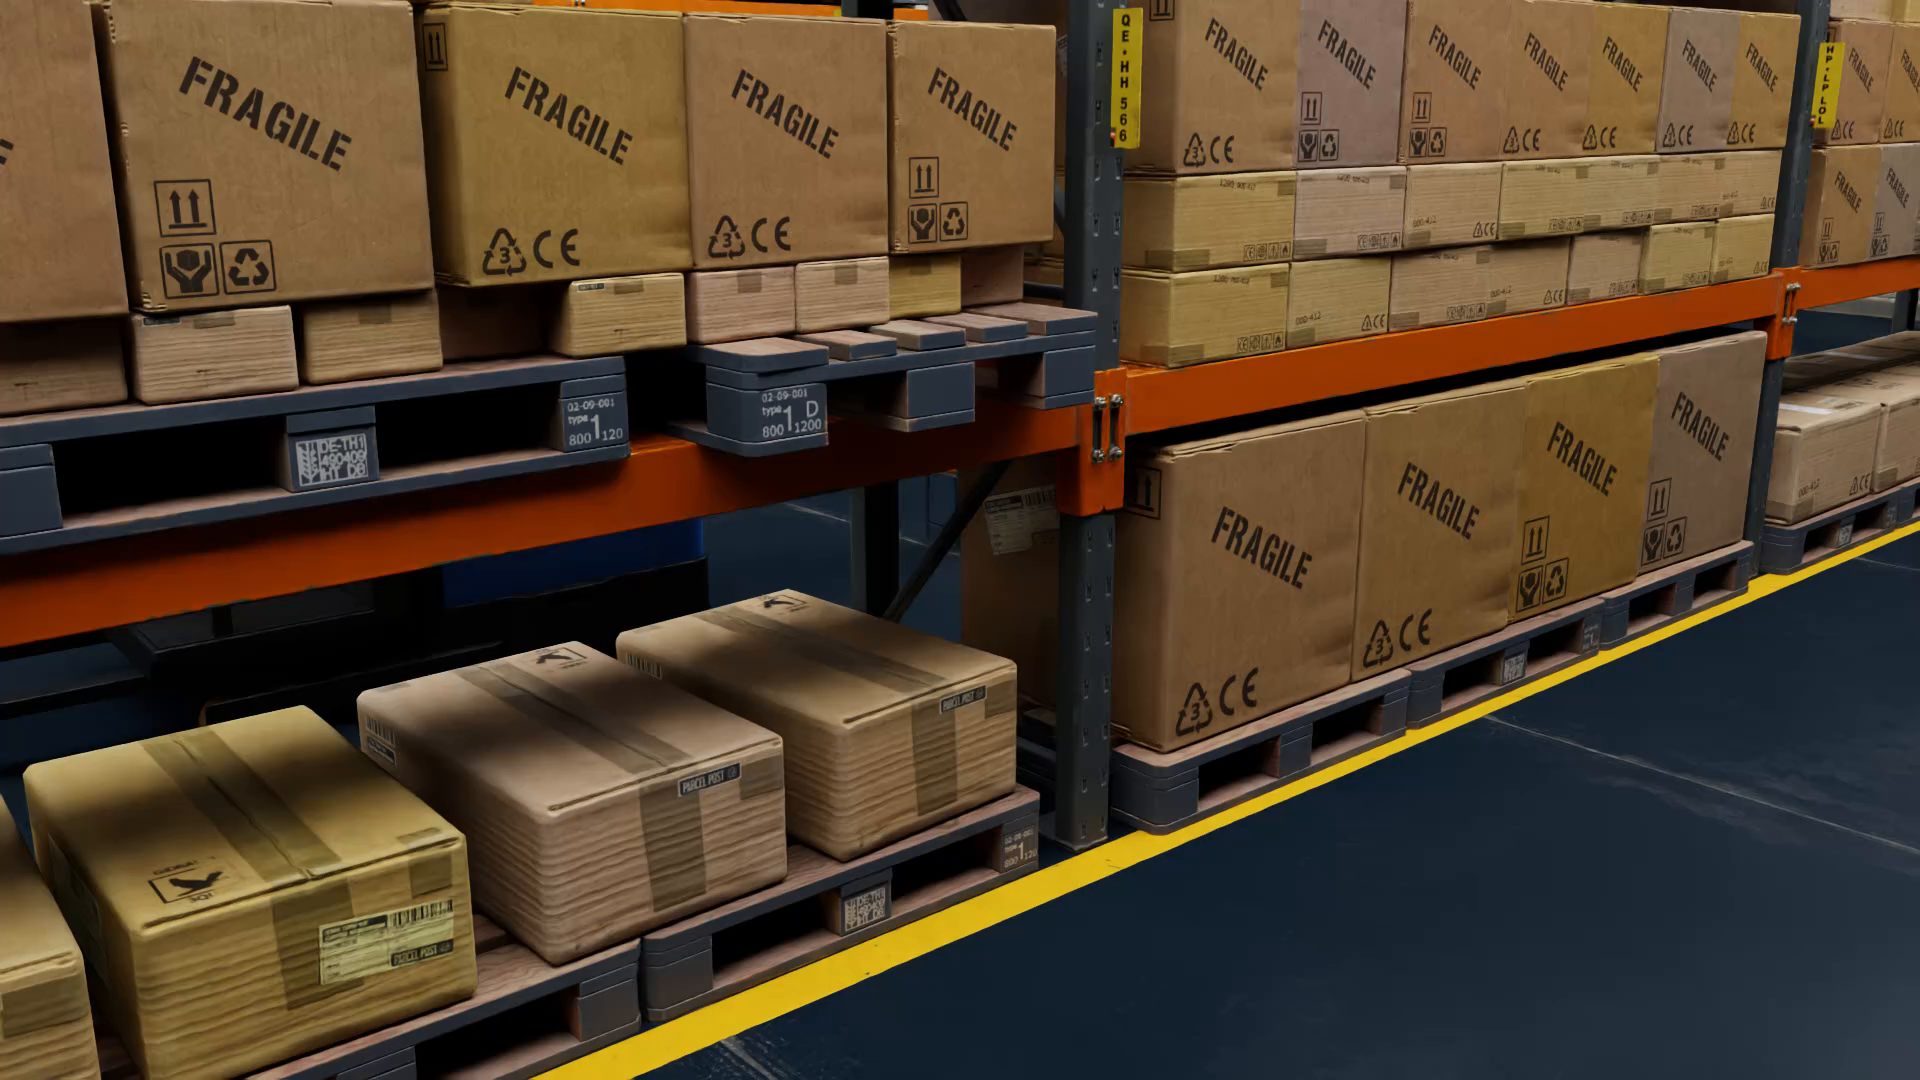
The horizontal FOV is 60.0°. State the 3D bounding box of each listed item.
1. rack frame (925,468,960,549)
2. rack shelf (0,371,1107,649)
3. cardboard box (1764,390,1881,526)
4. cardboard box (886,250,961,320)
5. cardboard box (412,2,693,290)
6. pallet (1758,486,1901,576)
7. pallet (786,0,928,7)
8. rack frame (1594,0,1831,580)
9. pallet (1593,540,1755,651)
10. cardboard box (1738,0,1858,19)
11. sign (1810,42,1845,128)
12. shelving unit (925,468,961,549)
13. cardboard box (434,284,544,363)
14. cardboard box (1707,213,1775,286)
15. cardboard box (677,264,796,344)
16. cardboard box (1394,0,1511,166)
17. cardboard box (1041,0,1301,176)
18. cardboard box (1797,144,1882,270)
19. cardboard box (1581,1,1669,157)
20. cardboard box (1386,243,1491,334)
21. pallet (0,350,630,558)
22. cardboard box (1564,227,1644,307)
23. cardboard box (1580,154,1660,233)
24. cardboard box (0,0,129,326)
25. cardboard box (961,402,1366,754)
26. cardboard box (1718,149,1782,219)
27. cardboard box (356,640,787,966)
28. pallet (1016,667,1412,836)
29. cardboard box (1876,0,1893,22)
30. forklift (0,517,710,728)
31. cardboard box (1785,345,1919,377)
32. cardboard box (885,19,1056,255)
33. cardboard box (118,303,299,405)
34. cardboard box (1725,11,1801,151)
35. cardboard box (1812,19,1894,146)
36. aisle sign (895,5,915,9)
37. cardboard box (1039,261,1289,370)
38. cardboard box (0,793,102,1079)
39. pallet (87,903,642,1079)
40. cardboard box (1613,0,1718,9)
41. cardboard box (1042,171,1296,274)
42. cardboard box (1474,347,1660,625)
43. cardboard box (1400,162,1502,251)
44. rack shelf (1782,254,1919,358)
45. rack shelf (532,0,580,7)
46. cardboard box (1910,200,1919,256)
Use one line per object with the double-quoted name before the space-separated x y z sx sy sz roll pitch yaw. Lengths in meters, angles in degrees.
"rack frame" -0.080 -0.562 7.528 0.006 1.200 0.240 -13 19 -39
"rack shelf" -1.472 -0.012 3.376 4.000 0.370 1.077 -13 19 -39
"cardboard box" 3.598 -0.426 7.685 0.875 0.438 0.875 -13 20 -40
"cardboard box" -0.211 -0.619 3.928 0.250 0.149 0.380 -12 19 -39
"cardboard box" -0.887 -0.787 3.298 0.500 0.500 0.500 -14 21 -43
"pallet" 3.679 -0.142 7.874 1.213 0.211 1.003 -13 19 -39
"pallet" -0.986 -5.261 15.994 1.213 0.211 1.003 -13 19 -39
"rack frame" 3.054 -1.376 7.088 0.127 3.000 1.000 -13 19 -39
"pallet" 2.521 0.117 6.904 1.213 0.211 1.003 -13 19 -39
"cardboard box" 3.463 -2.224 6.874 0.250 0.149 0.380 -13 20 -40
"sign" 3.418 -1.793 6.560 0.005 0.325 0.100 -13 19 -39
"shelving unit" -0.011 -0.577 7.586 0.189 1.200 0.258 -13 19 -39
"cardboard box" -1.038 -0.459 3.329 0.250 0.149 0.380 -12 19 -39
"cardboard box" 2.881 -1.178 6.640 0.500 0.250 0.500 -13 20 -41
"cardboard box" -0.567 -0.526 3.581 0.250 0.149 0.380 -14 20 -42
"cardboard box" 1.337 -1.436 5.183 0.500 0.500 0.500 -12 19 -38
"cardboard box" 0.569 -1.266 4.544 0.500 0.500 0.500 -14 20 -41
"cardboard box" 3.580 -1.453 7.182 0.500 0.500 0.500 -12 19 -38
"cardboard box" 2.101 -1.612 5.839 0.500 0.500 0.500 -12 19 -38
"cardboard box" 1.346 -0.838 5.365 0.500 0.250 0.500 -12 19 -38
"pallet" -1.430 -0.262 3.291 1.213 0.211 1.003 -13 19 -39
"cardboard box" 2.103 -1.011 6.011 0.500 0.250 0.500 -13 20 -41
"cardboard box" 2.122 -1.248 5.931 0.500 0.250 0.500 -12 19 -38
"cardboard box" -1.680 -0.605 2.619 0.500 0.500 0.500 -13 20 -40
"cardboard box" 0.612 0.025 5.149 0.875 0.875 0.875 -13 20 -40
"cardboard box" 2.881 -1.423 6.586 0.500 0.250 0.500 -13 20 -39
"cardboard box" -0.948 0.589 4.012 0.625 0.372 0.950 -13 20 -40
"pallet" 0.681 0.530 5.357 1.213 0.211 1.003 -13 19 -39
"cardboard box" 3.811 -2.322 7.241 0.250 0.149 0.380 -13 20 -40
"forklift" -2.426 -0.912 5.484 3.031 2.935 1.130 -12 19 -37
"cardboard box" 4.955 -0.731 8.824 0.875 0.438 0.875 -12 19 -38
"cardboard box" -0.124 -0.962 3.955 0.500 0.500 0.500 -13 20 -41
"cardboard box" -1.355 -0.350 2.920 0.250 0.149 0.380 -12 19 -37
"cardboard box" 2.882 -1.783 6.480 0.500 0.500 0.500 -12 19 -38
"cardboard box" 3.572 -1.941 7.072 0.500 0.500 0.500 -12 19 -39
"aisle sign" -0.576 -5.309 16.777 0.004 0.787 0.394 -13 19 -39
"cardboard box" 0.571 -0.660 4.698 0.500 0.250 0.500 -13 20 -40
"cardboard box" -2.047 0.834 3.093 0.625 0.372 0.950 -11 19 -36
"pallet" -1.474 0.987 3.647 1.213 0.211 1.003 -13 19 -39
"cardboard box" 3.077 -2.335 7.290 0.250 0.149 0.380 -13 20 -40
"cardboard box" 0.581 -0.905 4.648 0.500 0.250 0.500 -13 20 -40
"cardboard box" 1.963 -0.277 6.278 0.875 0.875 0.875 -12 19 -38
"cardboard box" 1.356 -1.074 5.282 0.500 0.250 0.500 -13 20 -40
"rack shelf" 4.563 -1.367 8.450 4.000 0.370 1.077 -13 19 -39
"rack shelf" -4.960 -4.068 12.748 4.000 0.370 1.077 -13 19 -39
"cardboard box" 4.342 -1.620 7.809 0.500 0.500 0.500 -12 19 -39
